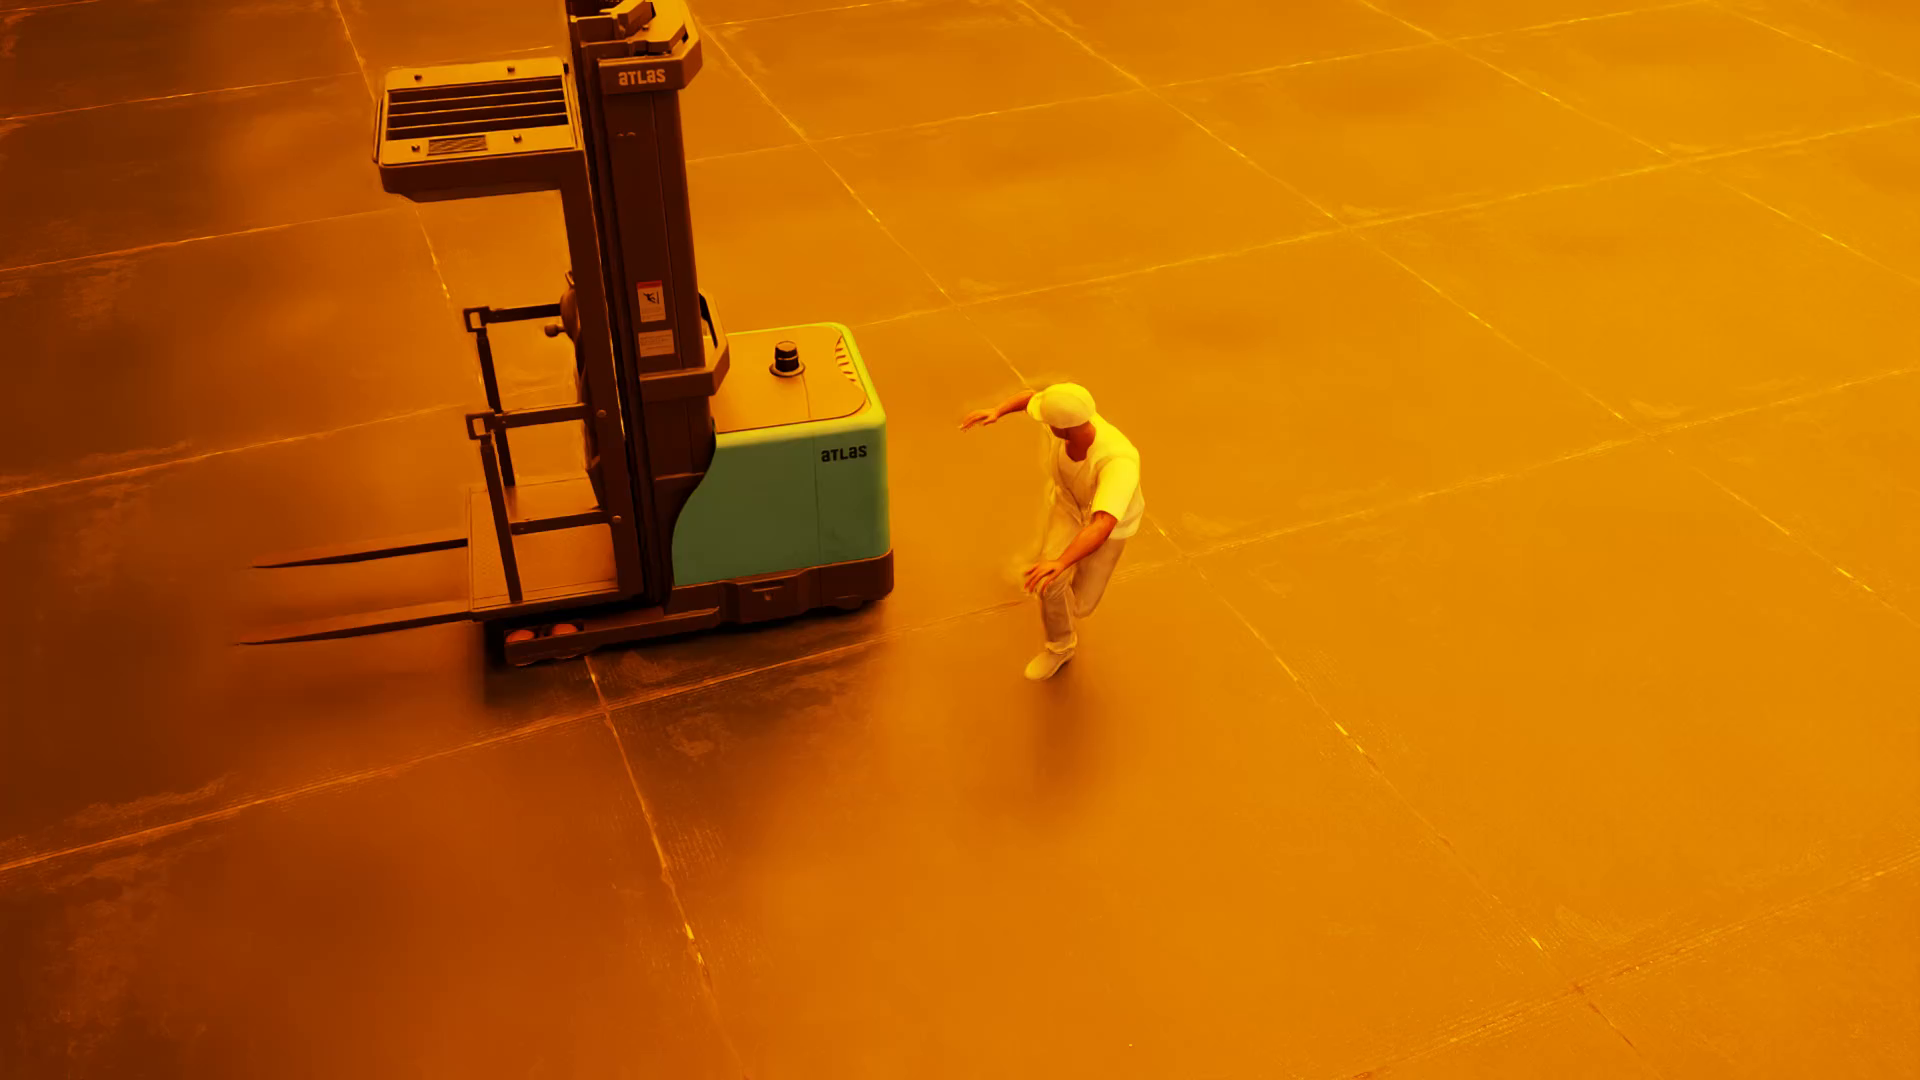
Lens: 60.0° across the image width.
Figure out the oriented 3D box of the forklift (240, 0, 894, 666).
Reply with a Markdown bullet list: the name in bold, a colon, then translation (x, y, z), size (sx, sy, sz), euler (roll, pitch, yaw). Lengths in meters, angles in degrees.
- **forklift**: translation (-1.898, -0.945, 7.427), size (3.031, 2.935, 1.130), euler (-8, 36, -12)

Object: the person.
- **person**: translation (0.352, -0.049, 7.425), size (0.880, 1.498, 1.139), euler (18, 39, 23)
